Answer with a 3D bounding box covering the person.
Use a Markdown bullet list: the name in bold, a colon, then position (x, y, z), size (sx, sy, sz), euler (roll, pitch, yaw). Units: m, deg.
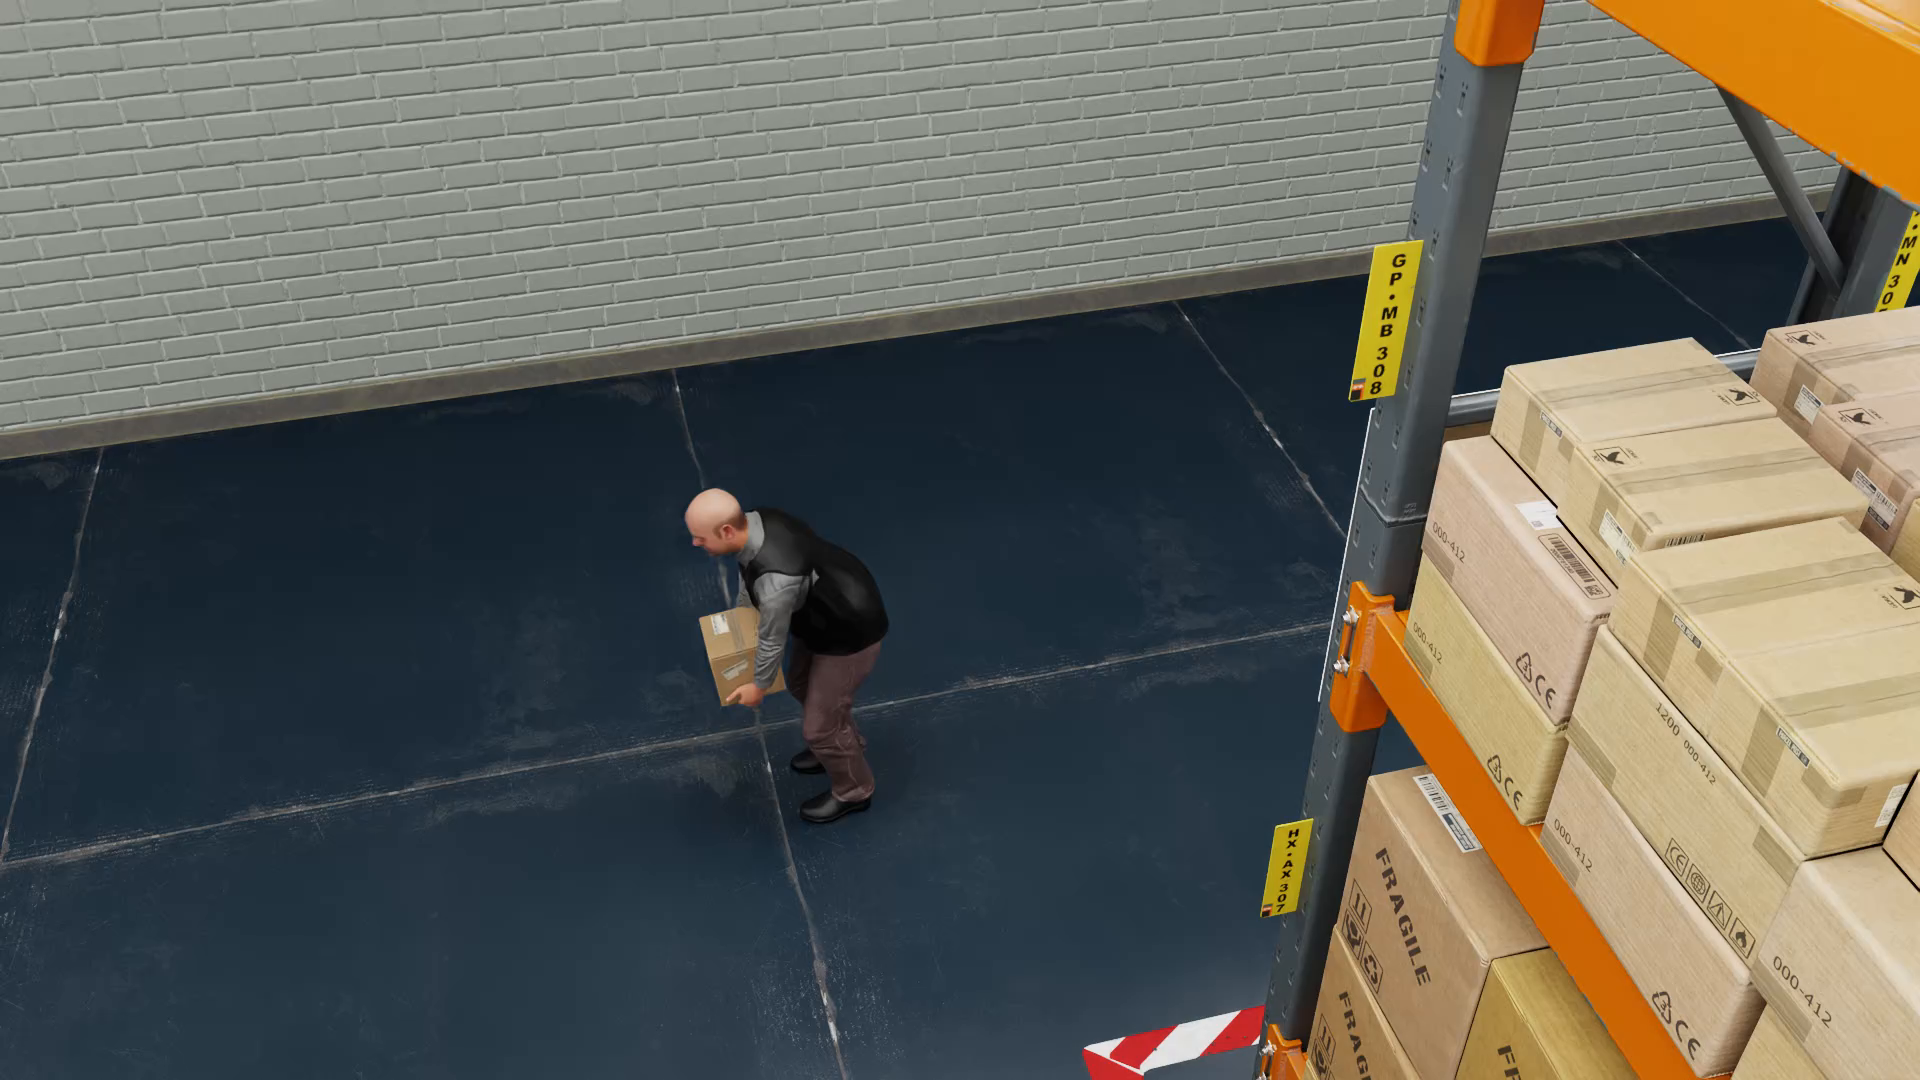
- **person**: position (-0.626, 0.415, 6.326), size (0.700, 1.575, 0.472), euler (-10, 39, -13)
